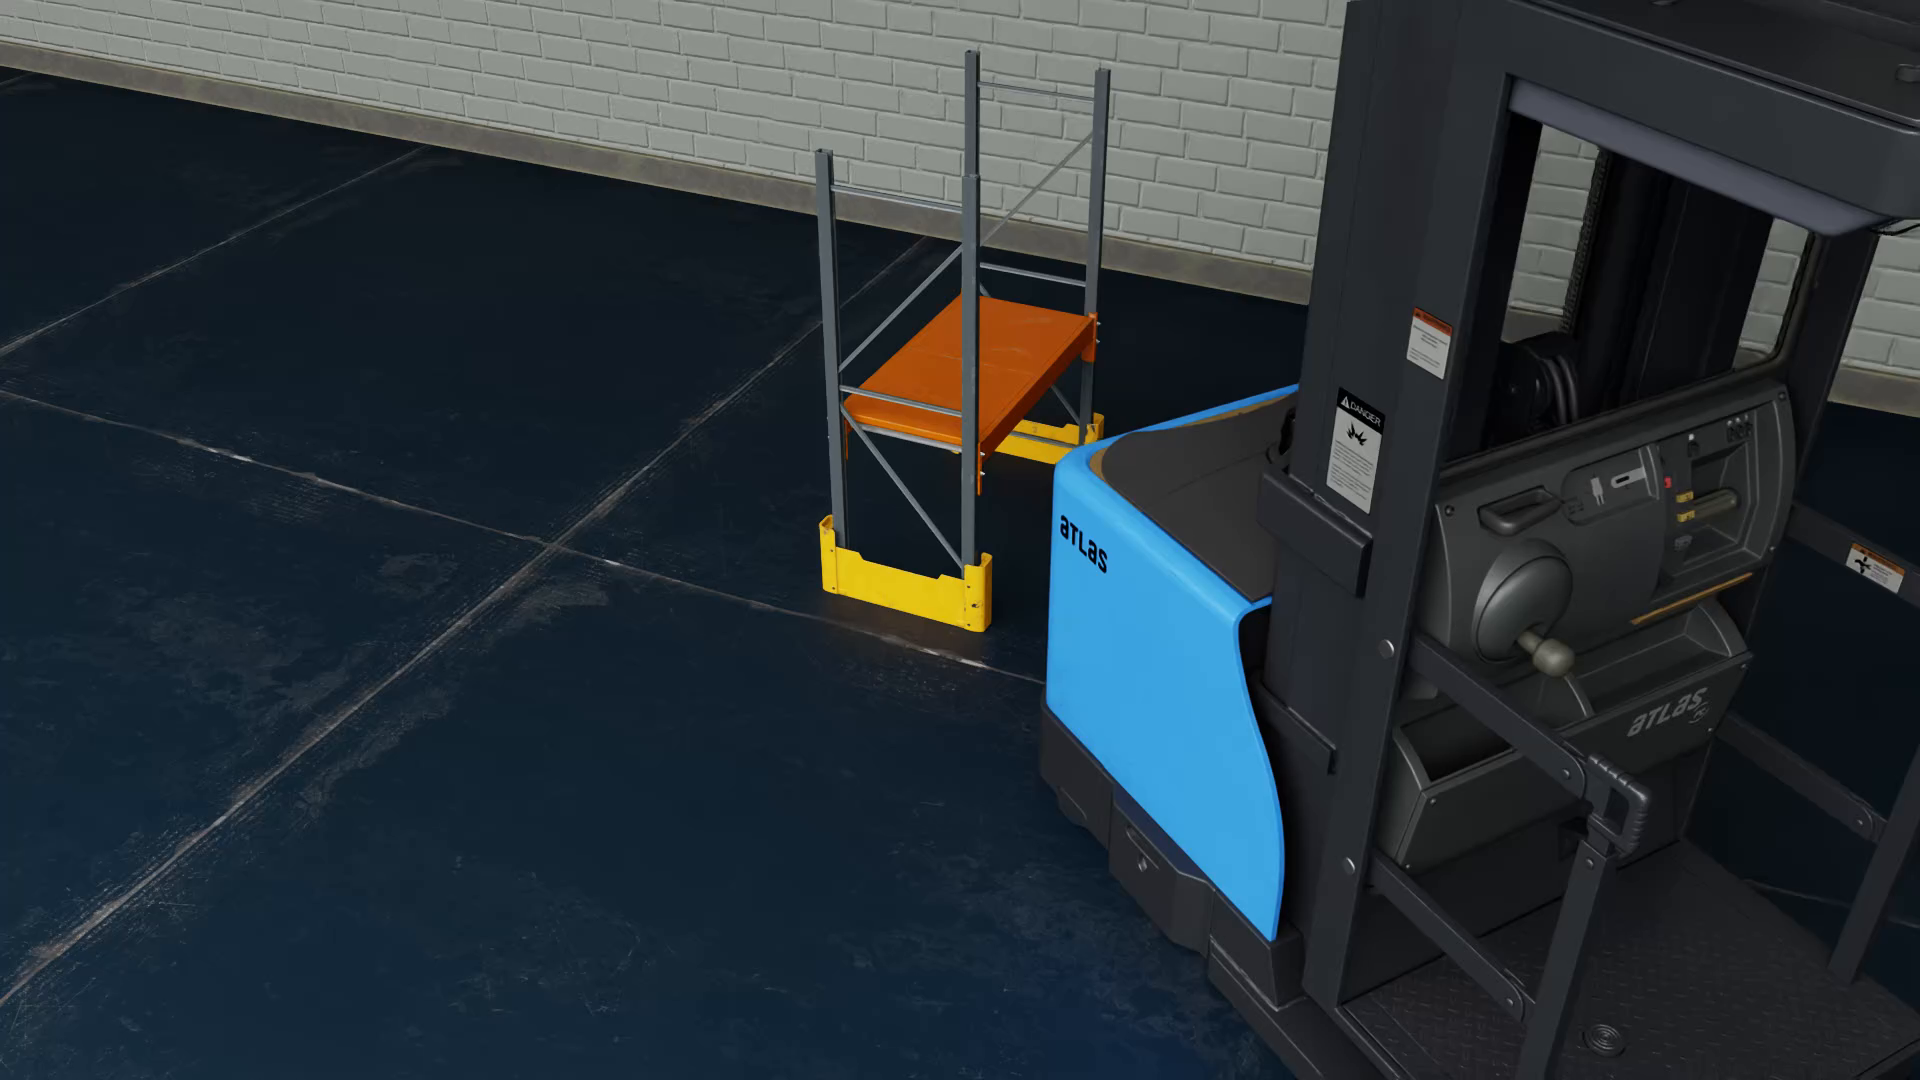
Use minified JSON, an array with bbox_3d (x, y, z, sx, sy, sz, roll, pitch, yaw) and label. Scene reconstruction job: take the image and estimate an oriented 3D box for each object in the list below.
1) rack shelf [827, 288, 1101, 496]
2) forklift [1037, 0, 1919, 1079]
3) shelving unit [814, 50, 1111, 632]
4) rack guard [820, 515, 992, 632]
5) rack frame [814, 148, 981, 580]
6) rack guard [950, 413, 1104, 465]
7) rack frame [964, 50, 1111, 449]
[{"bbox_3d":[0.036,-0.519,5.502,0.538,0.185,1.000,14,36,20],"label":"rack shelf"},{"bbox_3d":[1.373,0.031,3.029,1.130,2.935,3.031,-17,37,-24],"label":"forklift"},{"bbox_3d":[0.032,-0.665,5.397,0.587,1.500,1.083,14,36,20],"label":"shelving unit"},{"bbox_3d":[-0.176,0.106,5.361,0.587,0.250,0.087,14,36,20],"label":"rack guard"},{"bbox_3d":[-0.177,-0.417,5.017,0.500,1.500,0.032,14,36,20],"label":"rack frame"},{"bbox_3d":[0.240,-0.391,6.118,0.587,0.250,0.087,14,36,20],"label":"rack guard"},{"bbox_3d":[0.248,-0.923,5.790,0.500,1.500,0.032,14,36,20],"label":"rack frame"}]
